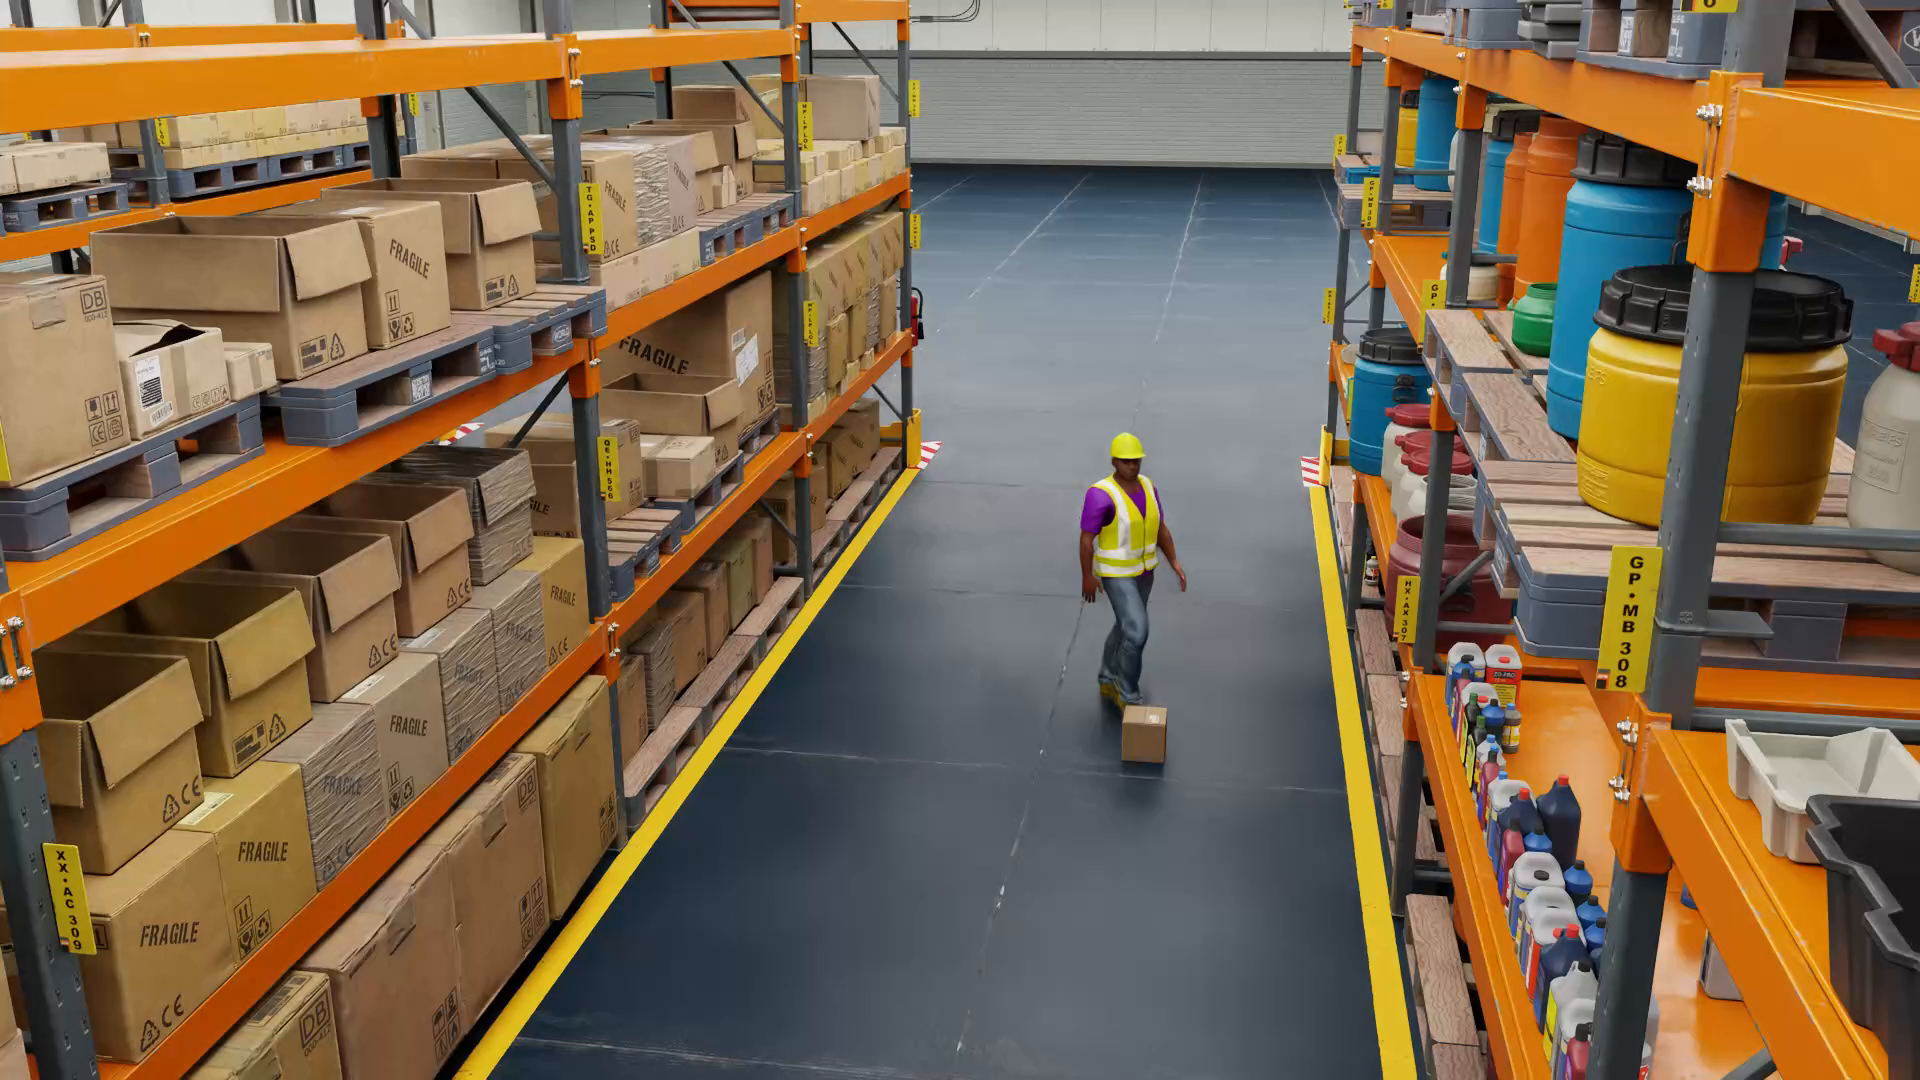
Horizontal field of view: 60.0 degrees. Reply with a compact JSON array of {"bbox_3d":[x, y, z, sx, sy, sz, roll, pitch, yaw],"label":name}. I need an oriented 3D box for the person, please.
[{"bbox_3d":[1.065,0.250,10.316,0.529,1.850,0.589,17,24,42],"label":"person"}]
